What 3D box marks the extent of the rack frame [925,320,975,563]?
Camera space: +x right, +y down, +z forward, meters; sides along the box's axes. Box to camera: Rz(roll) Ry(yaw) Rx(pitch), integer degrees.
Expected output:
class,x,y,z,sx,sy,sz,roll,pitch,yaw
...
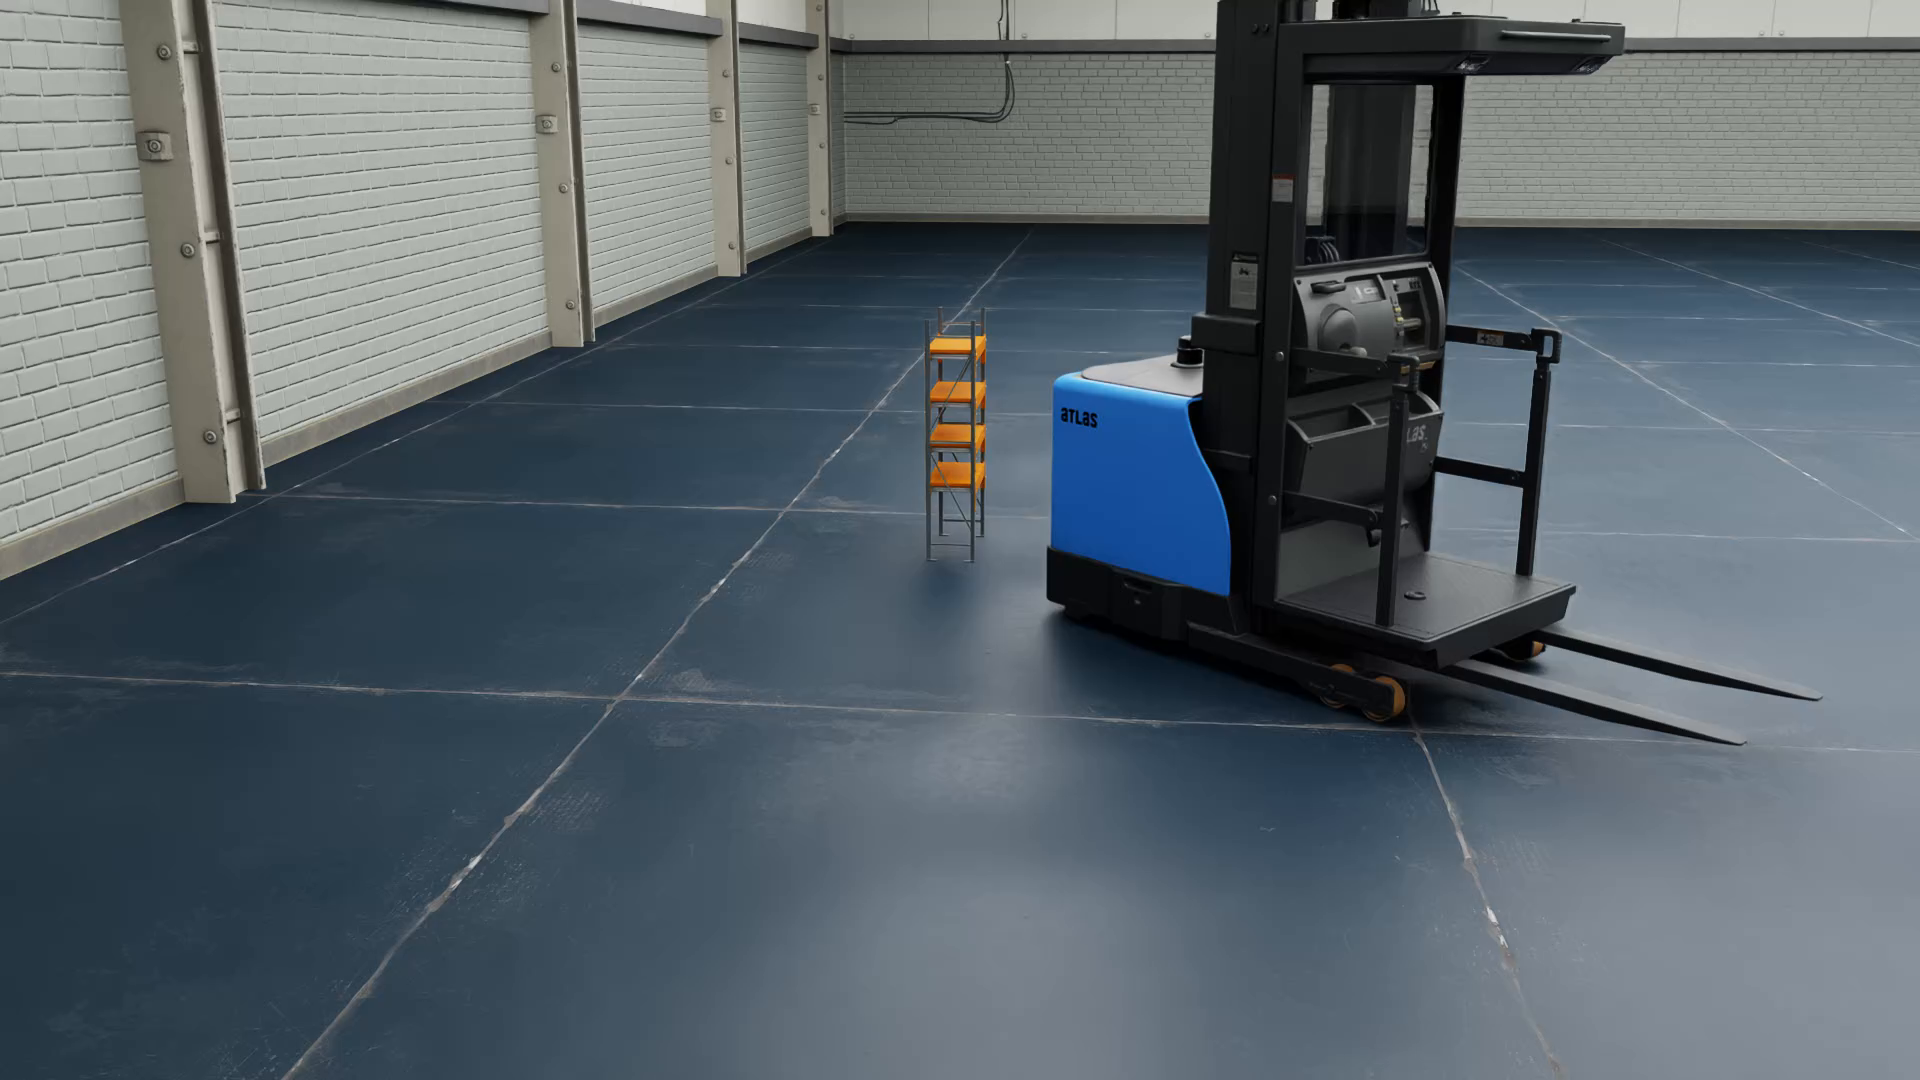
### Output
class,x,y,z,sx,sy,sz,roll,pitch,yaw
rack frame,-0.046,-0.473,8.113,0.240,1.200,0.015,2,15,6

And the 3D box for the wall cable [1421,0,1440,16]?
class,x,y,z,sx,sy,sz,roll,pitch,yaw
wall cable,8.843,-11.360,26.918,2.305,6.003,0.169,2,15,6

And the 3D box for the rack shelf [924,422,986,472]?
class,x,y,z,sx,sy,sz,roll,pitch,yaw
rack shelf,-0.019,-0.471,8.364,0.258,0.148,0.480,2,15,6

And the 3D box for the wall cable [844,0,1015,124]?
class,x,y,z,sx,sy,sz,roll,pitch,yaw
wall cable,-0.588,-8.503,28.816,3.097,2.526,0.112,2,15,6

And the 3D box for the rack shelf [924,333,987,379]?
class,x,y,z,sx,sy,sz,roll,pitch,yaw
rack shelf,-0.019,-0.916,8.244,0.258,0.148,0.480,2,15,6

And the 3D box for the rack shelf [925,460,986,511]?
class,x,y,z,sx,sy,sz,roll,pitch,yaw
rack shelf,-0.019,-0.280,8.416,0.258,0.148,0.480,2,15,6

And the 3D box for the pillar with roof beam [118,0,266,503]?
class,x,y,z,sx,sy,sz,roll,pitch,yaw
pillar with roof beam,0.012,-4.481,7.995,9.100,9.000,0.400,2,15,6

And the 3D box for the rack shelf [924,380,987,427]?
class,x,y,z,sx,sy,sz,roll,pitch,yaw
rack shelf,-0.019,-0.687,8.306,0.258,0.148,0.480,2,15,6

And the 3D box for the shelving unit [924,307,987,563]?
class,x,y,z,sx,sy,sz,roll,pitch,yaw
shelving unit,-0.019,-0.536,8.347,0.258,1.200,0.503,2,15,6

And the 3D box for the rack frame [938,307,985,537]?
class,x,y,z,sx,sy,sz,roll,pitch,yaw
rack frame,0.009,-0.600,8.581,0.240,1.200,0.015,2,15,6

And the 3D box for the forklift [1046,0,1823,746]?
class,x,y,z,sx,sy,sz,roll,pitch,yaw
forklift,1.749,-0.890,6.339,1.130,2.935,3.031,-13,20,-40

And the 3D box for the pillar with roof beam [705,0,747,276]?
class,x,y,z,sx,sy,sz,roll,pitch,yaw
pillar with roof beam,1.366,-7.594,19.505,9.100,9.000,0.400,2,15,6

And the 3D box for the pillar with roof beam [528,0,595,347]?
class,x,y,z,sx,sy,sz,roll,pitch,yaw
pillar with roof beam,0.689,-6.037,13.750,9.100,9.000,0.400,2,15,6

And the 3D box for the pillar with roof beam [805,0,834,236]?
class,x,y,z,sx,sy,sz,roll,pitch,yaw
pillar with roof beam,2.043,-9.150,25.260,9.100,9.000,0.400,2,15,6
